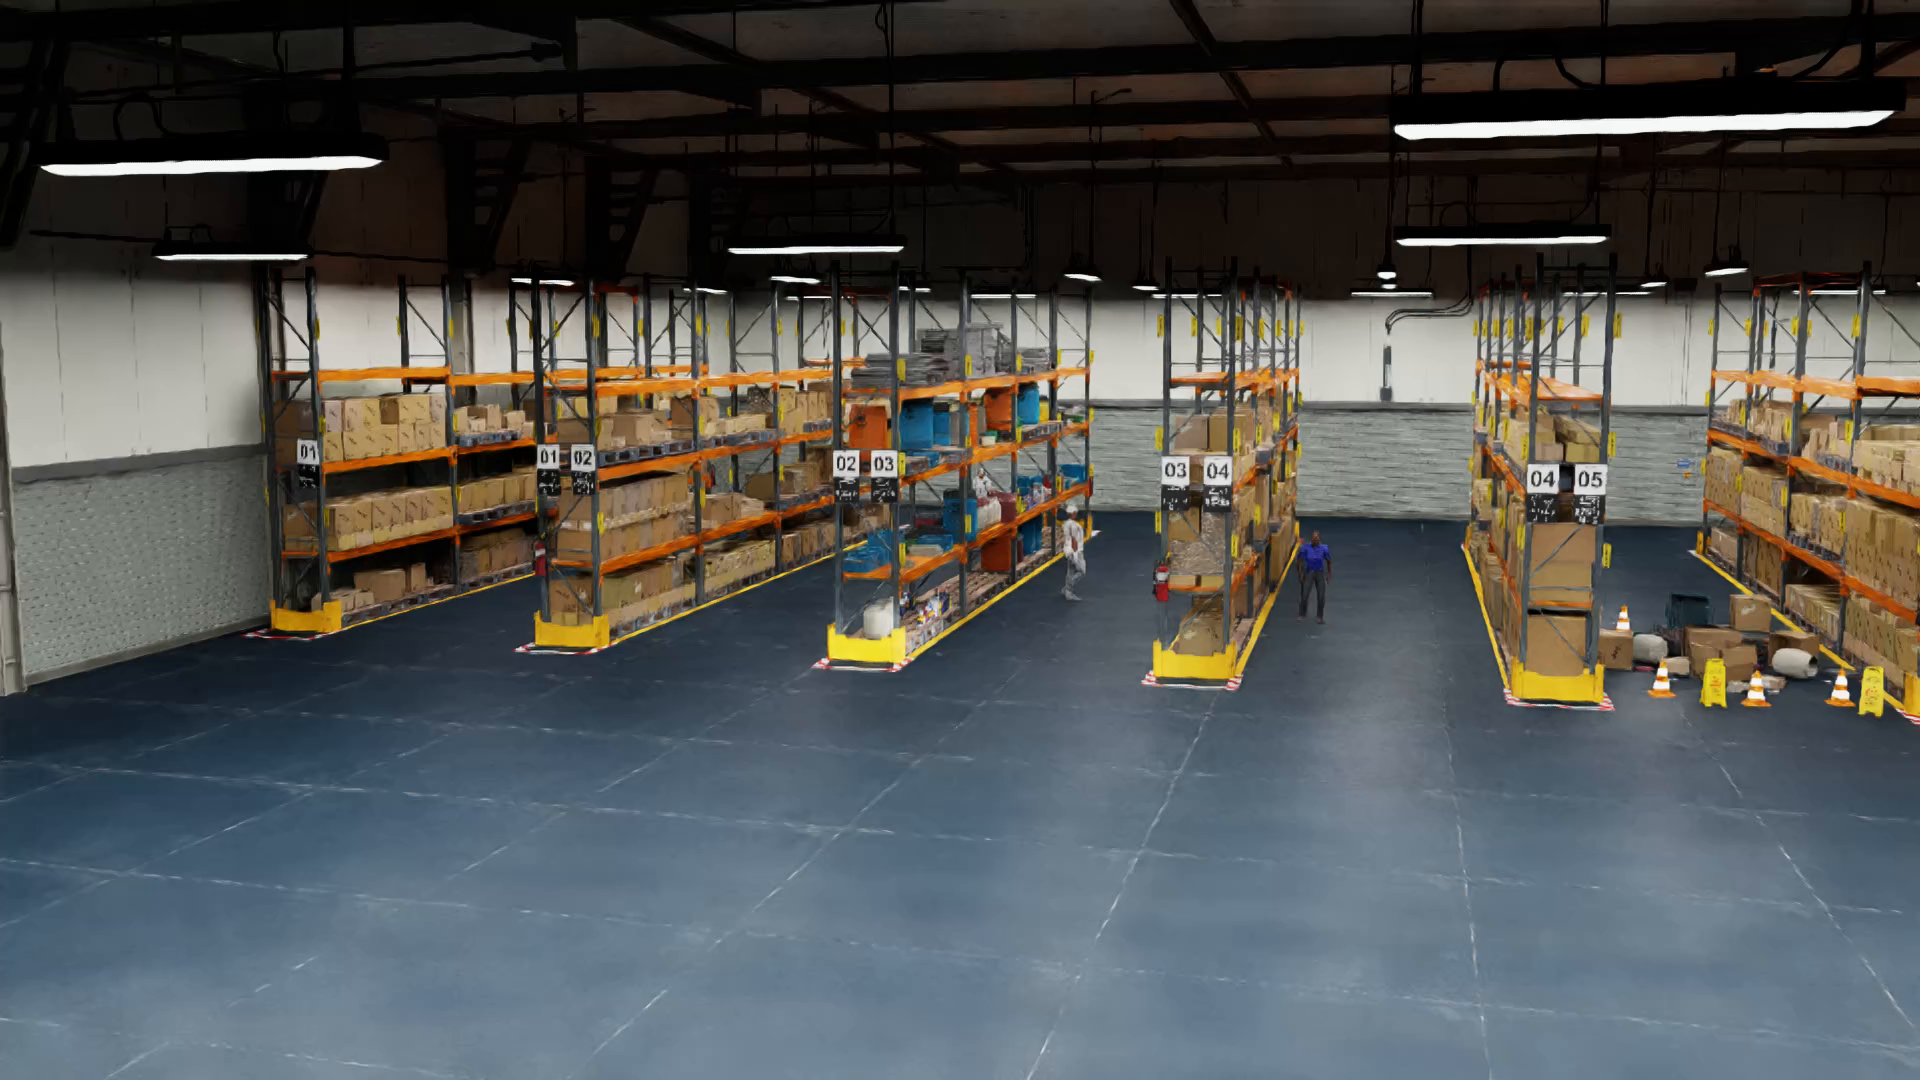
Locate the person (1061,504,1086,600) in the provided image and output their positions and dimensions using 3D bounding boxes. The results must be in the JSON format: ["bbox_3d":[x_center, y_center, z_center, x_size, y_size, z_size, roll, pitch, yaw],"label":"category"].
[{"bbox_3d":[2.068,0.231,30.675,0.444,1.781,0.600,-1,7,-11],"label":"person"}]

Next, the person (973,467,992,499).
[{"bbox_3d":[0.545,-1.021,41.211,0.497,1.583,1.090,2,8,17],"label":"person"}]

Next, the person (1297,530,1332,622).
[{"bbox_3d":[6.053,0.622,28.435,0.592,1.590,0.512,2,7,12],"label":"person"}]
